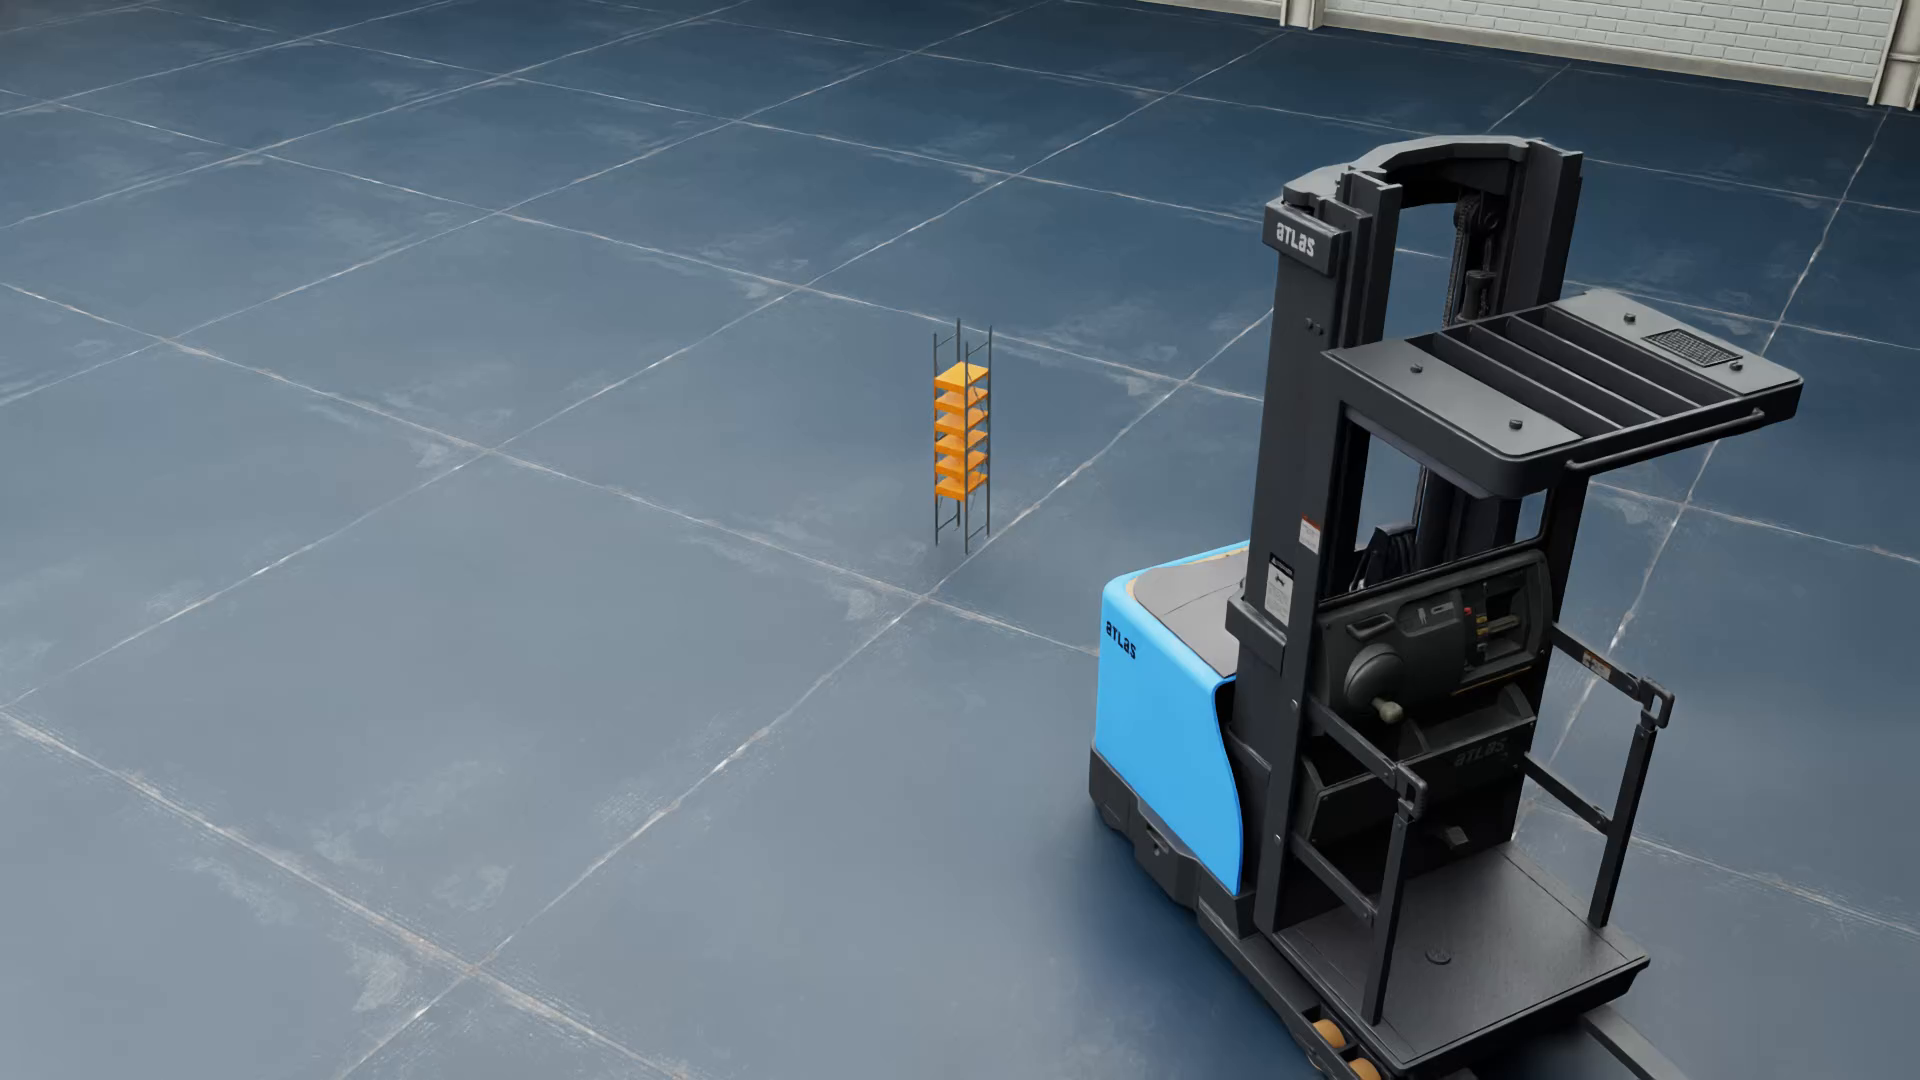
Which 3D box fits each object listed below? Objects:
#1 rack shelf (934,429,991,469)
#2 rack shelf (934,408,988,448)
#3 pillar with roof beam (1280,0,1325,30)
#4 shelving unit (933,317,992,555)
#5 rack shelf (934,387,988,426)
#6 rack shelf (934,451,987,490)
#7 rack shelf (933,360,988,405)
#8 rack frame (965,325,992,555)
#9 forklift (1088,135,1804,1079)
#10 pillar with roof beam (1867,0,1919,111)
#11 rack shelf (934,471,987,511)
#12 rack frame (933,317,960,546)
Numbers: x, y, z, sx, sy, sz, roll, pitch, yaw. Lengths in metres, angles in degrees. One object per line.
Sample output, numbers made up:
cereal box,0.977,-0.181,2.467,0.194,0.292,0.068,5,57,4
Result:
rack shelf,0.012,-0.476,8.463,0.180,0.103,0.258,18,35,27
rack shelf,0.012,-0.580,8.403,0.180,0.103,0.258,18,35,27
pillar with roof beam,1.538,-7.826,13.234,0.400,9.000,9.100,18,35,27
shelving unit,0.012,-0.514,8.441,0.189,1.200,0.258,18,35,27
rack shelf,0.012,-0.683,8.342,0.180,0.103,0.258,18,35,27
rack shelf,0.012,-0.372,8.524,0.180,0.103,0.258,18,35,27
rack shelf,0.012,-0.787,8.282,0.180,0.103,0.258,18,35,27
rack frame,0.090,-0.490,8.399,0.006,1.200,0.240,18,35,27
forklift,1.646,0.365,5.216,1.130,2.935,3.031,-14,33,-23
pillar with roof beam,6.620,-6.218,10.479,0.400,9.000,9.100,18,35,27
rack shelf,0.012,-0.269,8.584,0.180,0.103,0.258,18,35,27
rack frame,-0.065,-0.539,8.483,0.006,1.200,0.240,18,35,27
